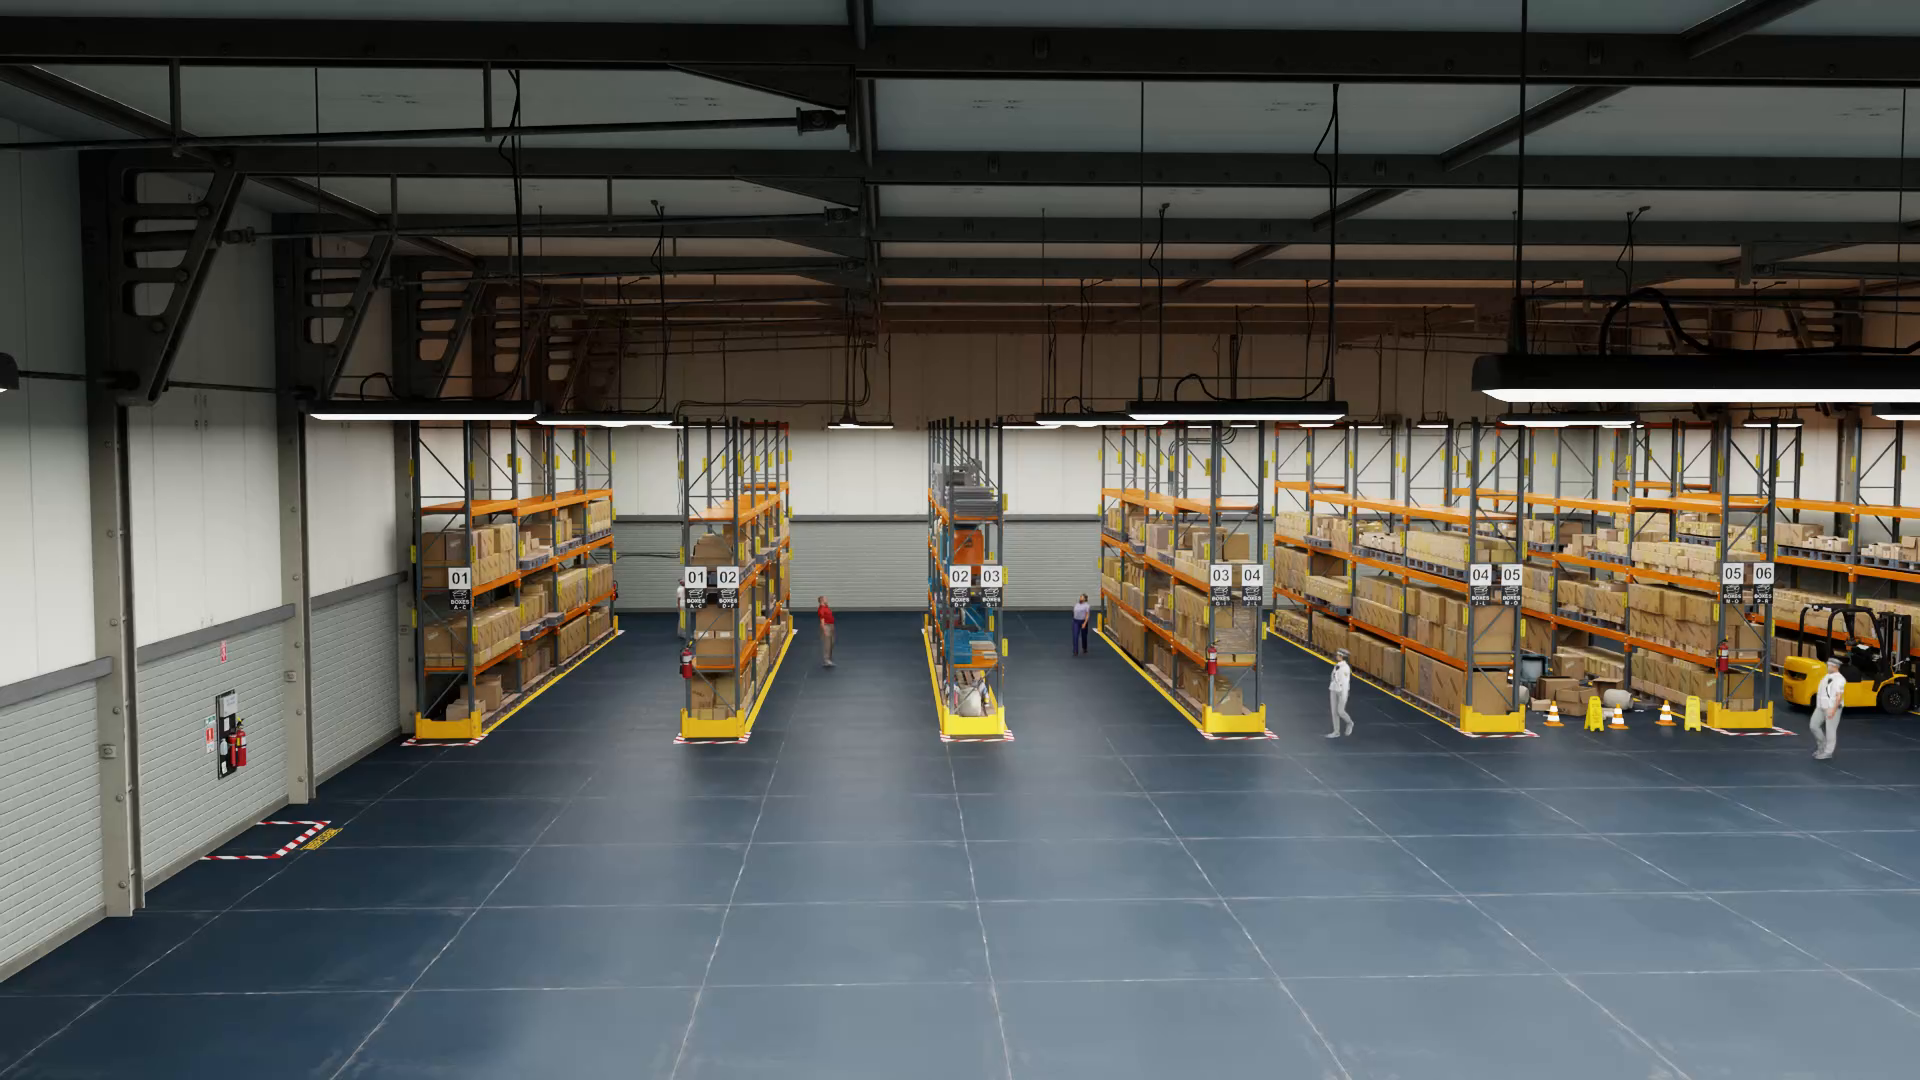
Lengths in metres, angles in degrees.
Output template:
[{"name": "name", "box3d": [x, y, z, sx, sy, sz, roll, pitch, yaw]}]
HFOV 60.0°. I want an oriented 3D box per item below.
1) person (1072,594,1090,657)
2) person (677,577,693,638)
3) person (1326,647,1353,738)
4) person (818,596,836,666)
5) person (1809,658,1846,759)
[{"name": "person", "box3d": [3.092, 2.162, 42.402, 0.467, 1.584, 0.946, 0, 4, 5]}, {"name": "person", "box3d": [-7.633, 1.866, 46.246, 0.502, 1.689, 0.465, 0, 4, 8]}, {"name": "person", "box3d": [7.106, 2.844, 30.991, 0.454, 1.682, 0.465, -3, 5, -41]}, {"name": "person", "box3d": [-3.231, 2.244, 40.776, 0.497, 1.769, 0.615, 2, 4, 22]}, {"name": "person", "box3d": [15.209, 2.965, 29.144, 0.515, 1.812, 0.566, -1, 4, -19]}]
